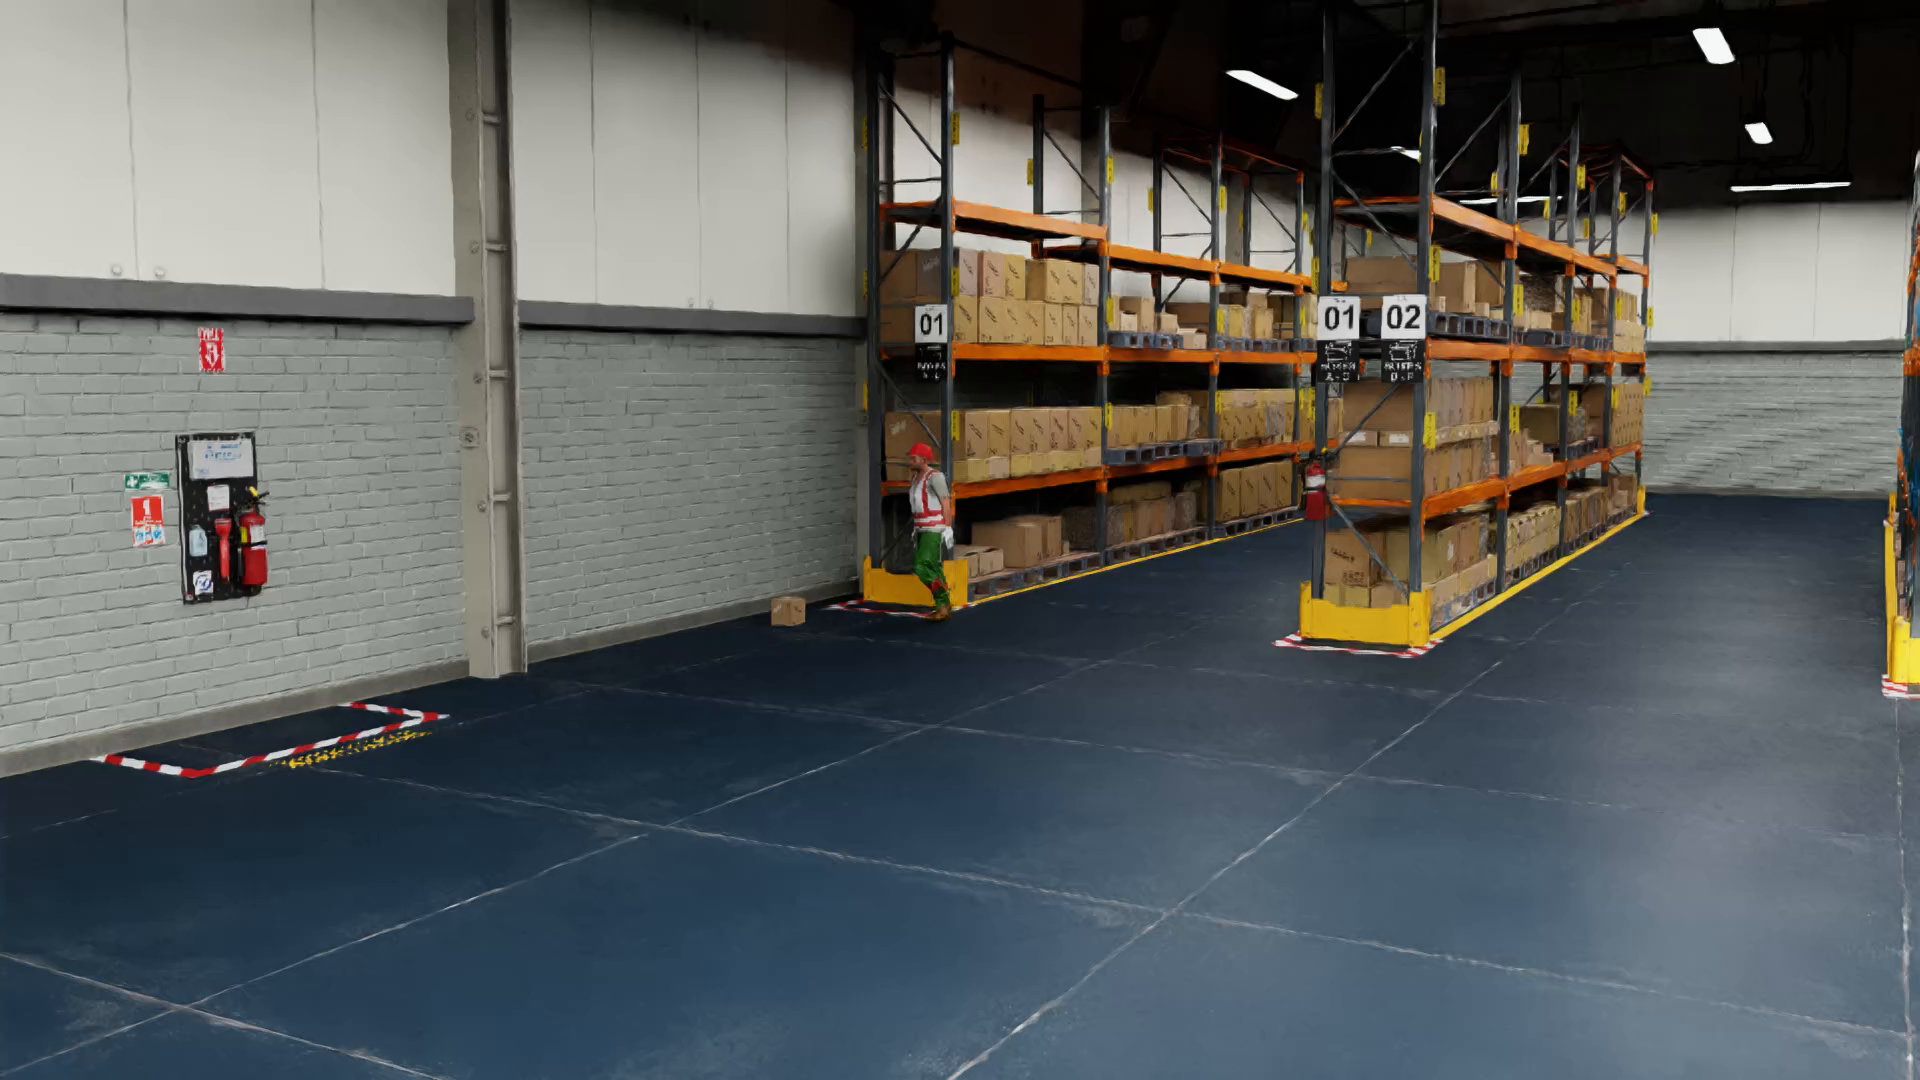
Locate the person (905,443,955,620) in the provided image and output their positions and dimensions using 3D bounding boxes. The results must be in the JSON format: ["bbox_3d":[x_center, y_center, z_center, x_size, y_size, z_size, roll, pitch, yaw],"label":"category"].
[{"bbox_3d":[-0.308,-0.080,16.565,0.483,1.774,0.573,-3,7,-28],"label":"person"}]
